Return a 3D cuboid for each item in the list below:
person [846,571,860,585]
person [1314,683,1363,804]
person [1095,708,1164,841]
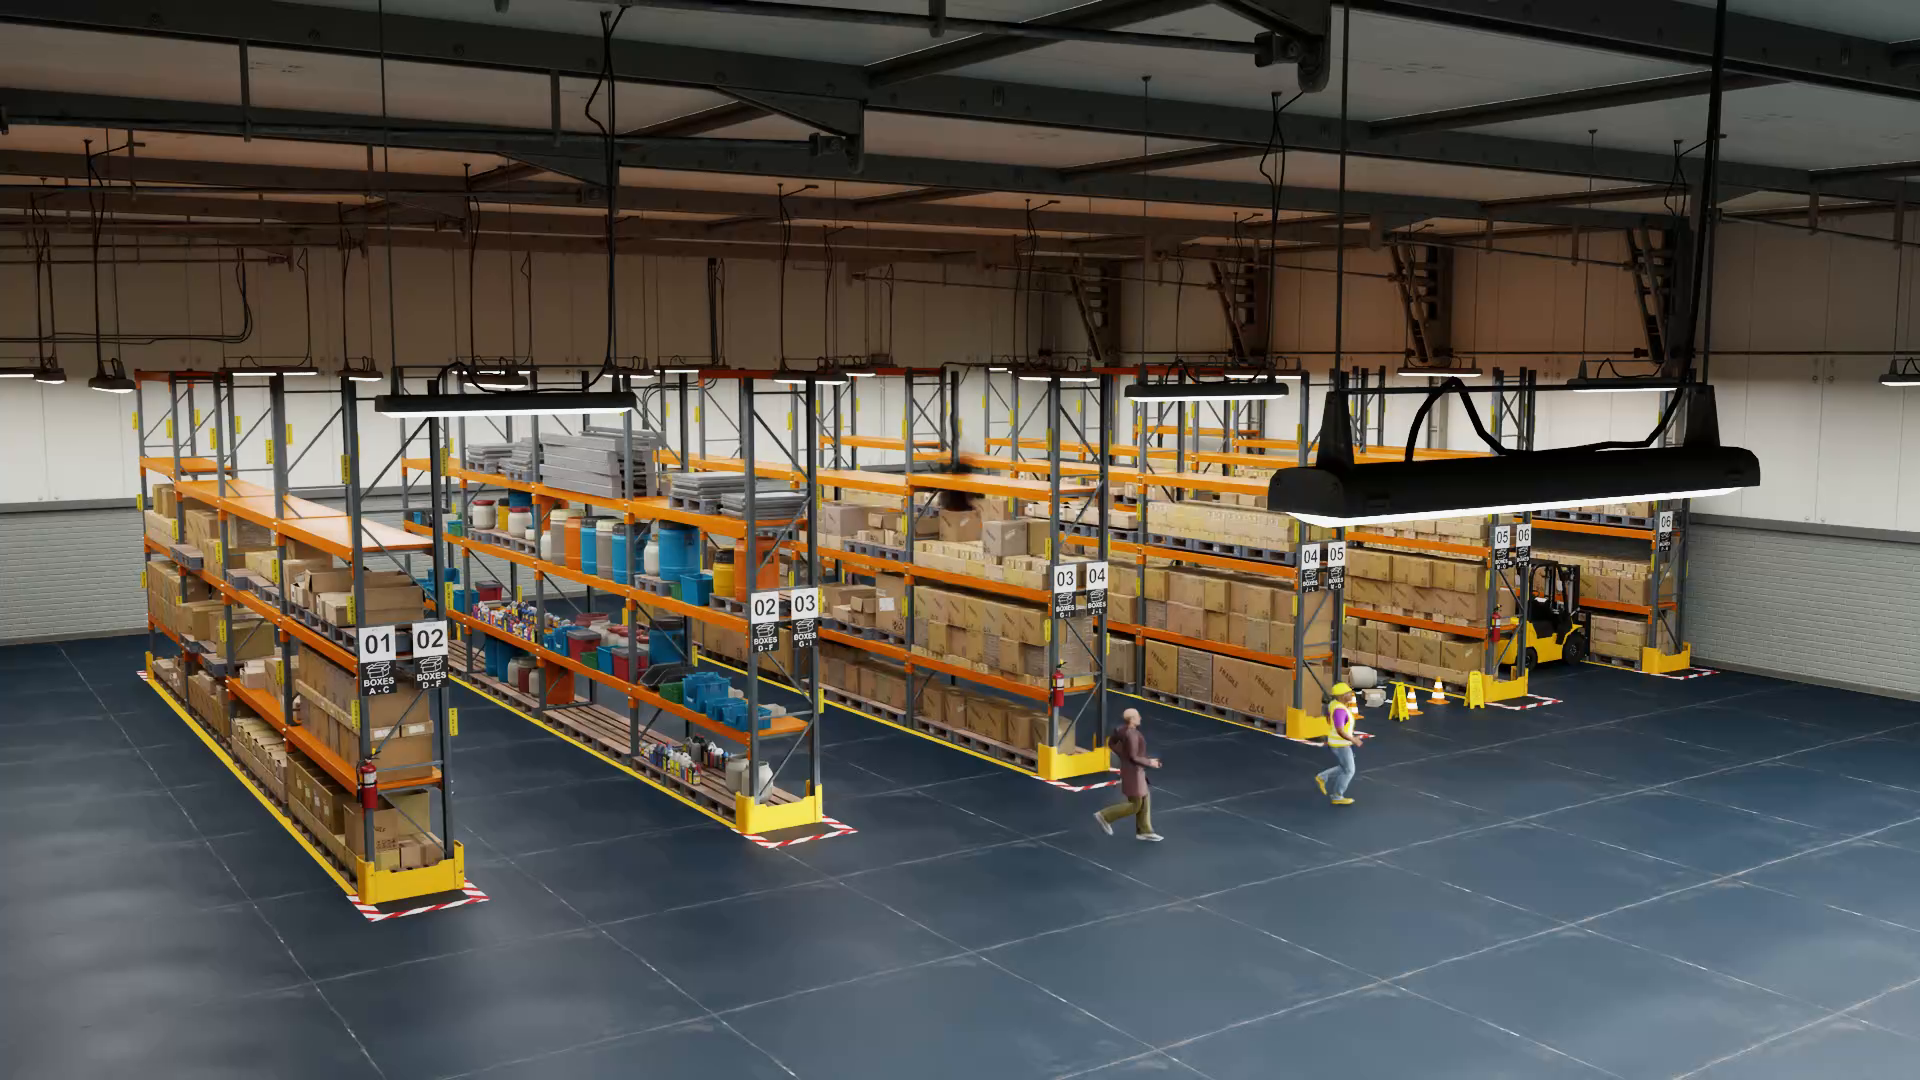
[{"bbox_3d":[-2.787,0.679,42.746,0.552,1.684,0.924,4,8,35],"label":"person"},{"bbox_3d":[5.305,2.849,23.313,0.614,1.724,0.753,0,6,4],"label":"person"},{"bbox_3d":[2.185,3.047,21.484,0.943,1.776,0.710,-1,7,-8],"label":"person"}]
